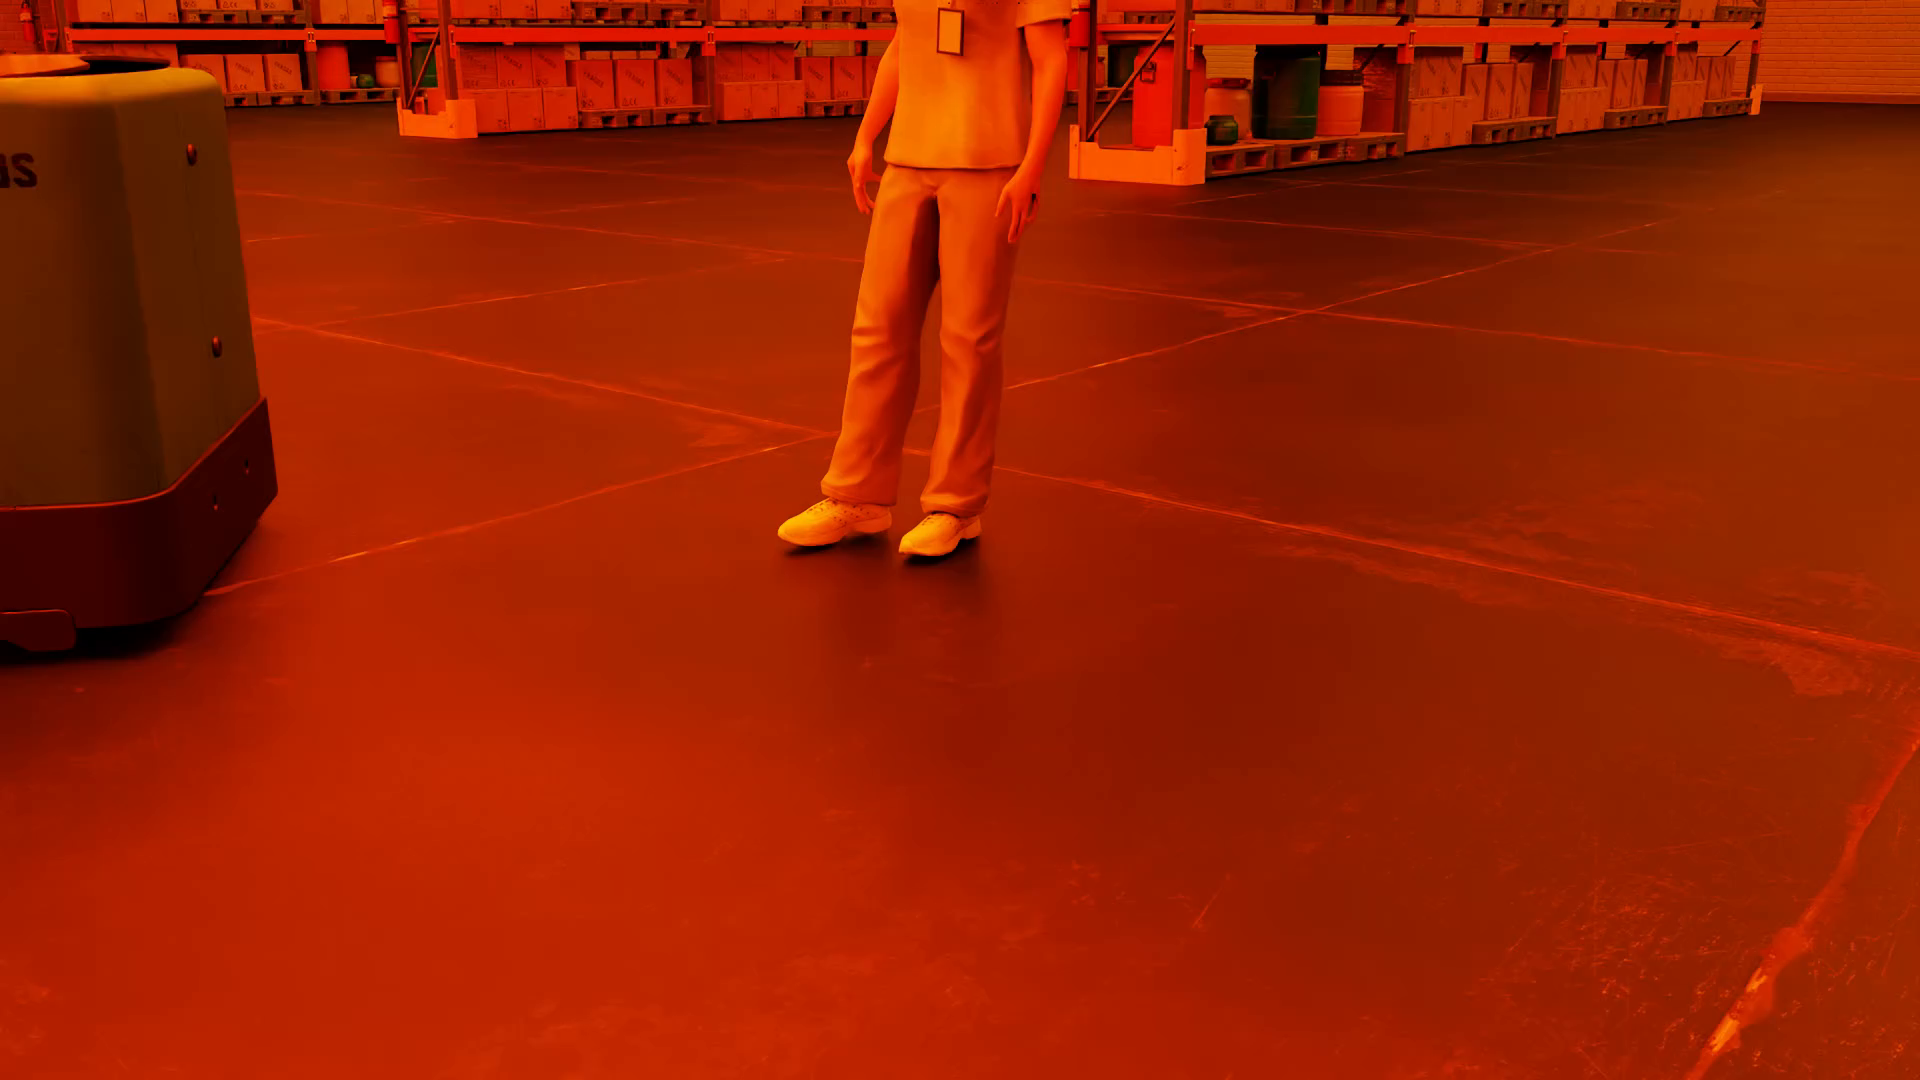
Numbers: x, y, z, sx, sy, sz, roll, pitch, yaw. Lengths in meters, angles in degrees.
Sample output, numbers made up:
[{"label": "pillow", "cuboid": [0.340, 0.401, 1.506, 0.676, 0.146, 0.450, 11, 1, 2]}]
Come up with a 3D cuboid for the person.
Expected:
[{"label": "person", "cuboid": [-0.057, -0.794, 3.650, 0.550, 1.675, 0.549, 13, 21, 37]}]

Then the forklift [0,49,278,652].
[{"label": "forklift", "cuboid": [-3.078, -1.244, 2.993, 3.031, 2.935, 1.130, -3, 17, -10]}]
